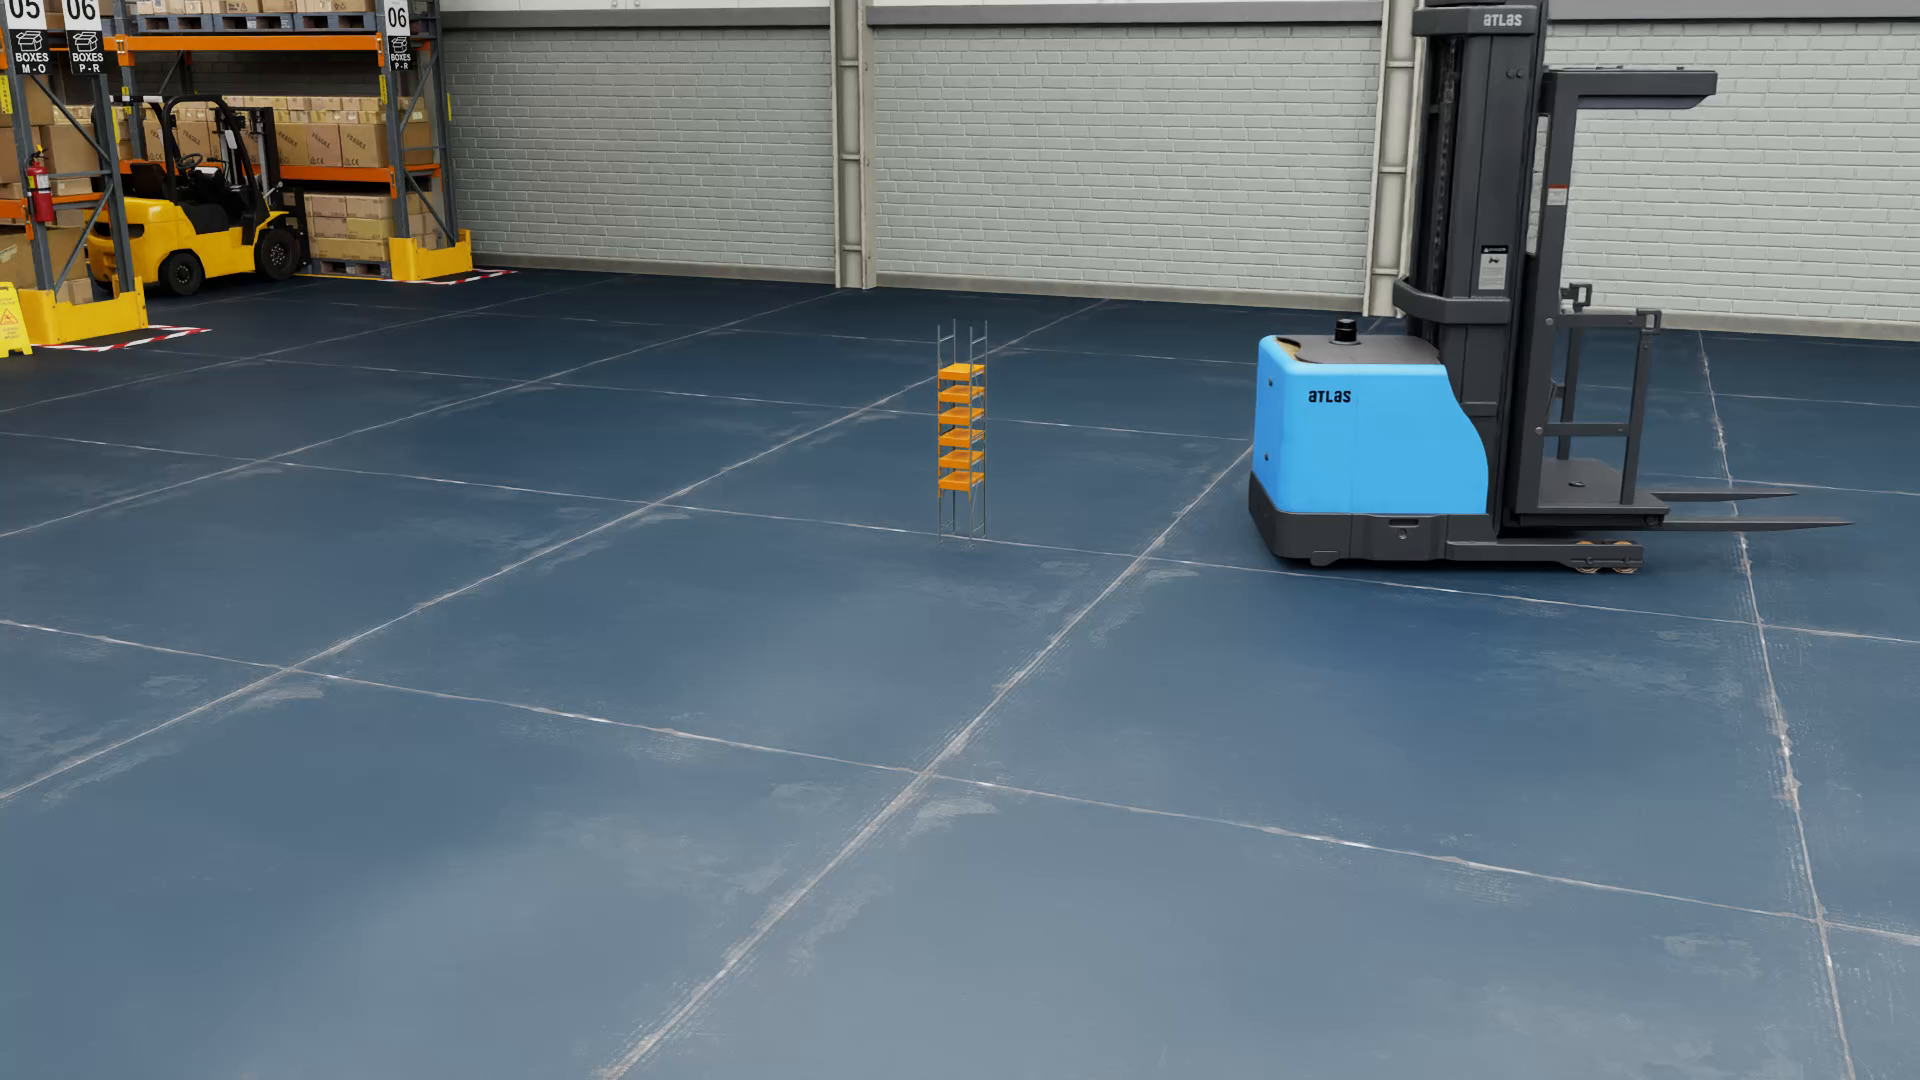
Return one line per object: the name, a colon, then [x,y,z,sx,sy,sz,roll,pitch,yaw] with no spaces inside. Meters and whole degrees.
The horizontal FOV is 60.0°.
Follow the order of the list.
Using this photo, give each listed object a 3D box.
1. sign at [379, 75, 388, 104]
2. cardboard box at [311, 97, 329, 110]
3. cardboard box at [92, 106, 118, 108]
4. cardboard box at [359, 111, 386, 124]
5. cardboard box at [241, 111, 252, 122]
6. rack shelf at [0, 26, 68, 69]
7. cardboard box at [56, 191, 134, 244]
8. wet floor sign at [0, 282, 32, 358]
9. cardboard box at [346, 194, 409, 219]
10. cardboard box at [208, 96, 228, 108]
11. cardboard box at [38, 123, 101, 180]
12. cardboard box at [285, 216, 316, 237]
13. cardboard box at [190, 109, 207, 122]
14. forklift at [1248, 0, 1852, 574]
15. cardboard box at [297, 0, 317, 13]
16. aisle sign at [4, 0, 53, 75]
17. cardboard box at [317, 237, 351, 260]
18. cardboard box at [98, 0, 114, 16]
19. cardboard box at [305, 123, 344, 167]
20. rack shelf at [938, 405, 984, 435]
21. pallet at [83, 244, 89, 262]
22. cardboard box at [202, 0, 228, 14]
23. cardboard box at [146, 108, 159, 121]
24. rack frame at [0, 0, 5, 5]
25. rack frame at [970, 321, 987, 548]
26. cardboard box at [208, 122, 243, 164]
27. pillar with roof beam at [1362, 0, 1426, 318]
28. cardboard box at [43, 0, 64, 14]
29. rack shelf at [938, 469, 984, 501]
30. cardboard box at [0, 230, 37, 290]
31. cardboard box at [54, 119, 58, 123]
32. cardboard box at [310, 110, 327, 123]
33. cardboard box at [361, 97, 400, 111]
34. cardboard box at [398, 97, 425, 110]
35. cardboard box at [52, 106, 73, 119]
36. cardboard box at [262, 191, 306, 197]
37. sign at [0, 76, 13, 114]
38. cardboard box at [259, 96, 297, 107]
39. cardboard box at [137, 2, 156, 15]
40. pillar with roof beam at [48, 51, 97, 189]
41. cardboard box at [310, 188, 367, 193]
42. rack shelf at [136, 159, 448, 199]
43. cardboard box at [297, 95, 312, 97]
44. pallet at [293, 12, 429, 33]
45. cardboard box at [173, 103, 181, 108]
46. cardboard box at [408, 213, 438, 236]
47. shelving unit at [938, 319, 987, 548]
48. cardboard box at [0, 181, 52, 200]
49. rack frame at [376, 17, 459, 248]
sign: [-6.679,-5.219,19.269,0.005,0.325,0.100,6,17,21]
cardboard box: [-7.576,-5.254,20.017,0.250,0.149,0.380,6,17,21]
cardboard box: [-10.834,-5.456,21.245,0.250,0.149,0.380,6,17,20]
cardboard box: [-6.892,-5.011,19.711,0.250,0.149,0.380,7,17,21]
cardboard box: [-8.557,-5.193,20.338,0.250,0.149,0.380,6,17,19]
rack shelf: [-10.145,-4.700,15.894,4.000,0.370,1.077,6,17,21]
cardboard box: [-11.396,-4.291,22.079,0.625,0.625,0.875,6,17,20]
wet floor sign: [-8.500,-1.973,14.813,0.232,0.644,0.267,14,21,40]
cardboard box: [-7.009,-4.016,20.012,0.500,0.250,0.500,7,18,22]
cardboard box: [-9.030,-5.391,20.486,0.250,0.149,0.380,6,17,20]
cardboard box: [-8.623,-3.712,15.867,0.500,0.500,0.500,6,17,20]
cardboard box: [-7.985,-3.880,20.440,0.500,0.250,0.500,6,17,19]
cardboard box: [-9.291,-5.266,20.591,0.250,0.149,0.380,7,17,22]
forklift: [3.154,-1.383,8.680,3.031,2.935,1.130,0,16,1]
cardboard box: [-7.585,-6.346,19.581,0.258,0.266,0.396,6,17,21]
aisle sign: [-8.333,-4.568,14.864,0.004,0.787,0.394,6,17,21]
cardboard box: [-7.479,-3.589,20.335,0.500,0.250,0.500,6,17,21]
cardboard box: [-10.950,-6.756,20.912,0.500,0.311,0.500,6,17,19]
cardboard box: [-7.500,-4.774,20.059,0.500,0.500,0.500,7,18,22]
rack shelf: [0.013,-0.647,8.980,0.180,0.103,0.258,6,17,21]
pallet: [-10.887,-3.824,21.966,1.213,0.211,1.003,6,17,21]
cardboard box: [-8.918,-6.493,20.086,0.258,0.266,0.396,6,17,19]
cardboard box: [-9.988,-5.356,20.901,0.250,0.149,0.380,6,17,20]
rack frame: [-8.284,-6.282,14.671,0.127,3.000,1.000,6,17,21]
rack frame: [0.099,-0.565,8.969,0.006,1.200,0.240,6,17,21]
cardboard box: [-8.909,-4.932,20.603,0.500,0.500,0.500,6,17,20]
pillar with roof beam: [2.800,-5.530,12.083,0.400,9.000,9.100,6,17,21]
cardboard box: [-8.654,-5.033,15.484,0.500,0.250,0.500,6,17,20]
rack shelf: [0.013,-0.302,9.081,0.180,0.103,0.258,6,17,21]
cardboard box: [-9.125,-2.656,15.777,0.500,0.500,0.500,6,17,21]
cardboard box: [-11.693,-5.354,21.609,0.500,0.250,0.500,7,17,22]
cardboard box: [-7.586,-5.100,20.018,0.250,0.149,0.380,6,17,20]
cardboard box: [-6.877,-5.173,19.735,0.250,0.149,0.380,6,17,21]
cardboard box: [-6.701,-5.281,20.107,0.250,0.149,0.380,6,17,20]
cardboard box: [-11.556,-5.530,21.501,0.250,0.149,0.380,6,17,19]
cardboard box: [-8.428,-4.170,20.541,0.500,0.250,0.500,6,17,20]
sign: [-8.507,-3.967,14.813,0.005,0.325,0.100,6,17,21]
cardboard box: [-8.306,-5.328,20.271,0.250,0.149,0.380,7,17,21]
cardboard box: [-9.882,-6.543,20.468,0.250,0.149,0.380,7,17,22]
pillar with roof beam: [-13.945,-7.372,18.426,0.400,9.000,9.100,6,17,21]
cardboard box: [-7.772,-4.252,20.826,0.500,0.250,0.500,6,17,20]
rack shelf: [-8.327,-4.548,20.748,4.000,0.370,1.077,6,17,21]
cardboard box: [-8.129,-5.446,20.677,0.250,0.149,0.380,6,17,21]
pallet: [-7.115,-6.166,19.810,1.213,0.211,1.003,6,17,21]
cardboard box: [-9.717,-5.492,20.834,0.250,0.149,0.380,7,17,21]
cardboard box: [-6.828,-3.912,20.549,0.500,0.250,0.500,7,17,22]
shelving unit: [0.013,-0.575,9.001,0.189,1.200,0.258,6,17,21]
cardboard box: [-8.711,-3.263,15.483,0.250,0.149,0.380,7,18,22]
rack frame: [-6.467,-4.688,19.943,0.127,3.000,1.000,6,17,21]
